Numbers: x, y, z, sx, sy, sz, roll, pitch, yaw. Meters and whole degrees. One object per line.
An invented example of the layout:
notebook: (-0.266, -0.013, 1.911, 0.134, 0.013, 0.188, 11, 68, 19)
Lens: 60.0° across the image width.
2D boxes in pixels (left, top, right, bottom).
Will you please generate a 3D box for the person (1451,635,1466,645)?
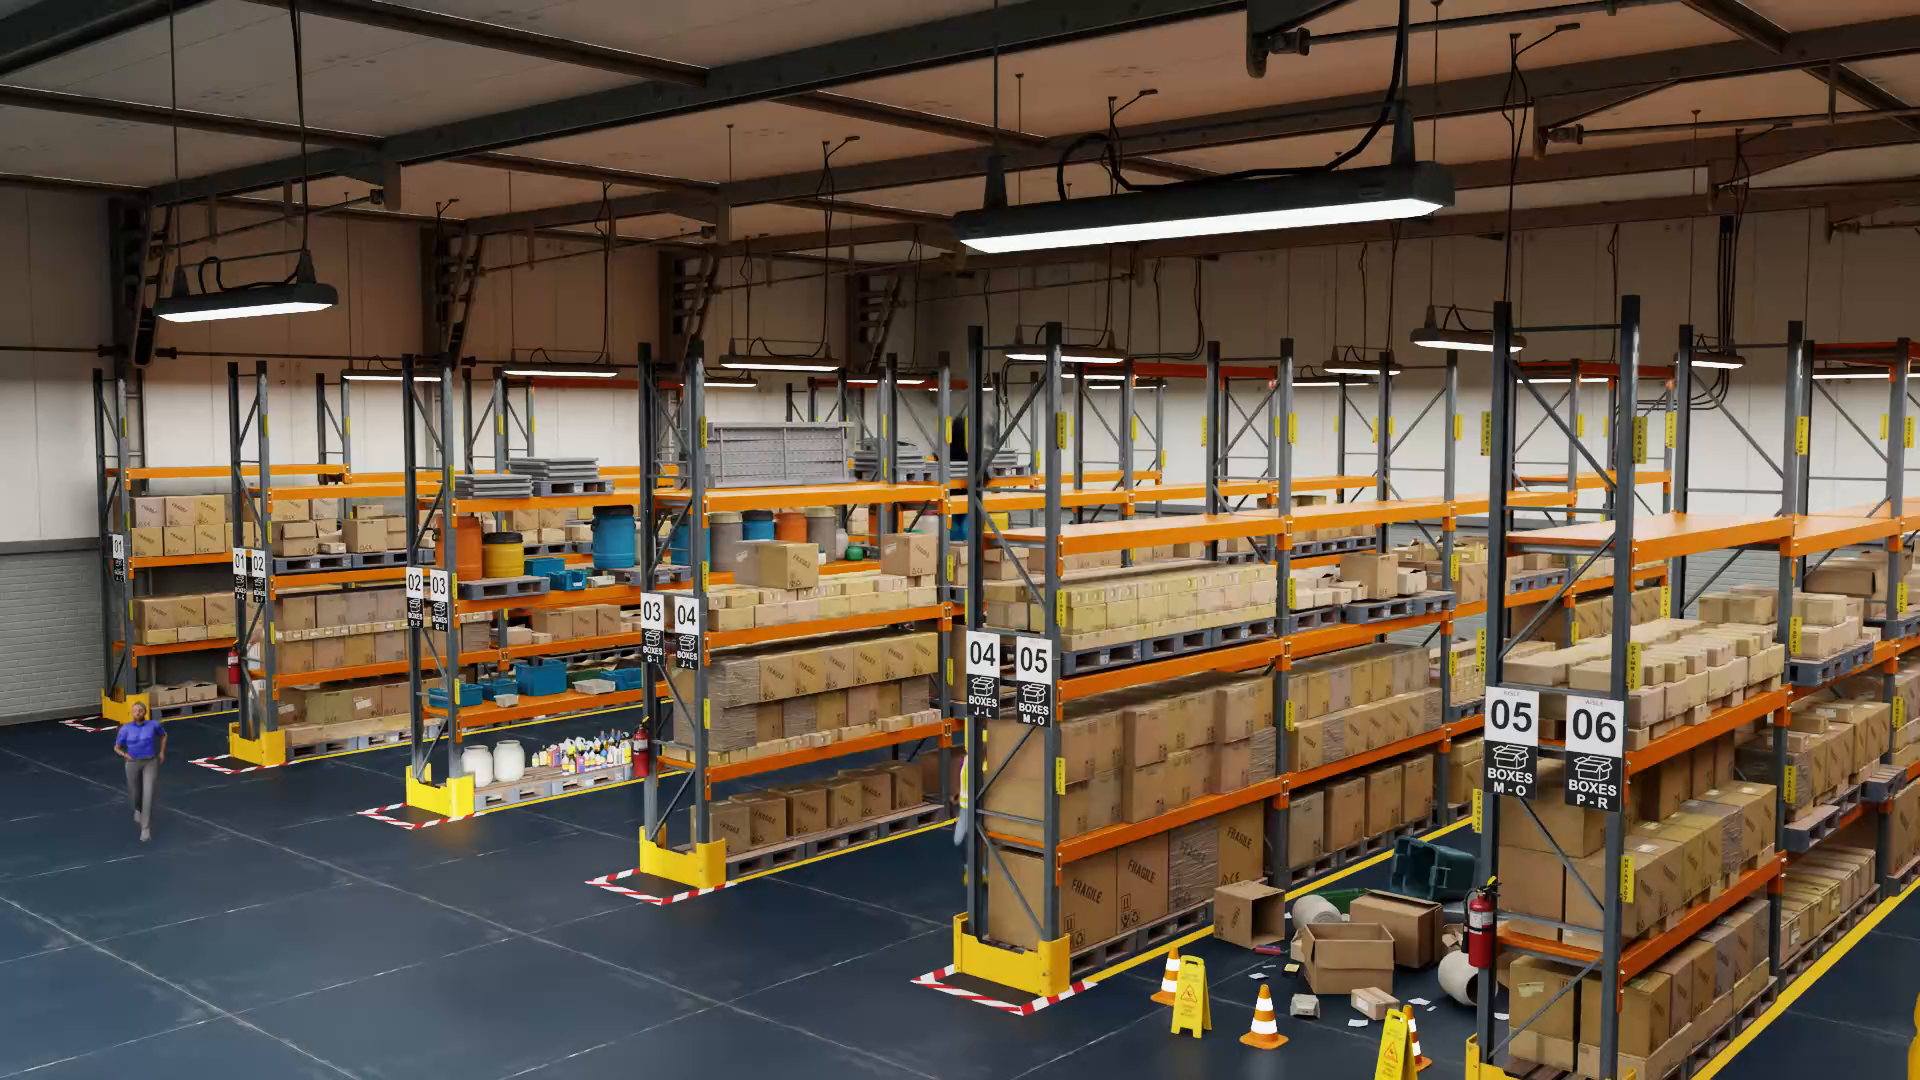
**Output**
person: (7.891, 2.372, 26.303, 0.643, 1.759, 0.673, 4, 6, 43)

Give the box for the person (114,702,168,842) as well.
person: (-10.128, 2.830, 20.579, 0.592, 1.666, 0.881, -2, 5, -23)

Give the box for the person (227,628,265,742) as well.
person: (-11.317, 2.289, 26.616, 0.712, 1.753, 1.043, 3, 5, 32)

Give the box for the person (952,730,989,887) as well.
person: (0.177, 2.943, 18.189, 0.676, 1.742, 0.673, 2, 5, 25)
